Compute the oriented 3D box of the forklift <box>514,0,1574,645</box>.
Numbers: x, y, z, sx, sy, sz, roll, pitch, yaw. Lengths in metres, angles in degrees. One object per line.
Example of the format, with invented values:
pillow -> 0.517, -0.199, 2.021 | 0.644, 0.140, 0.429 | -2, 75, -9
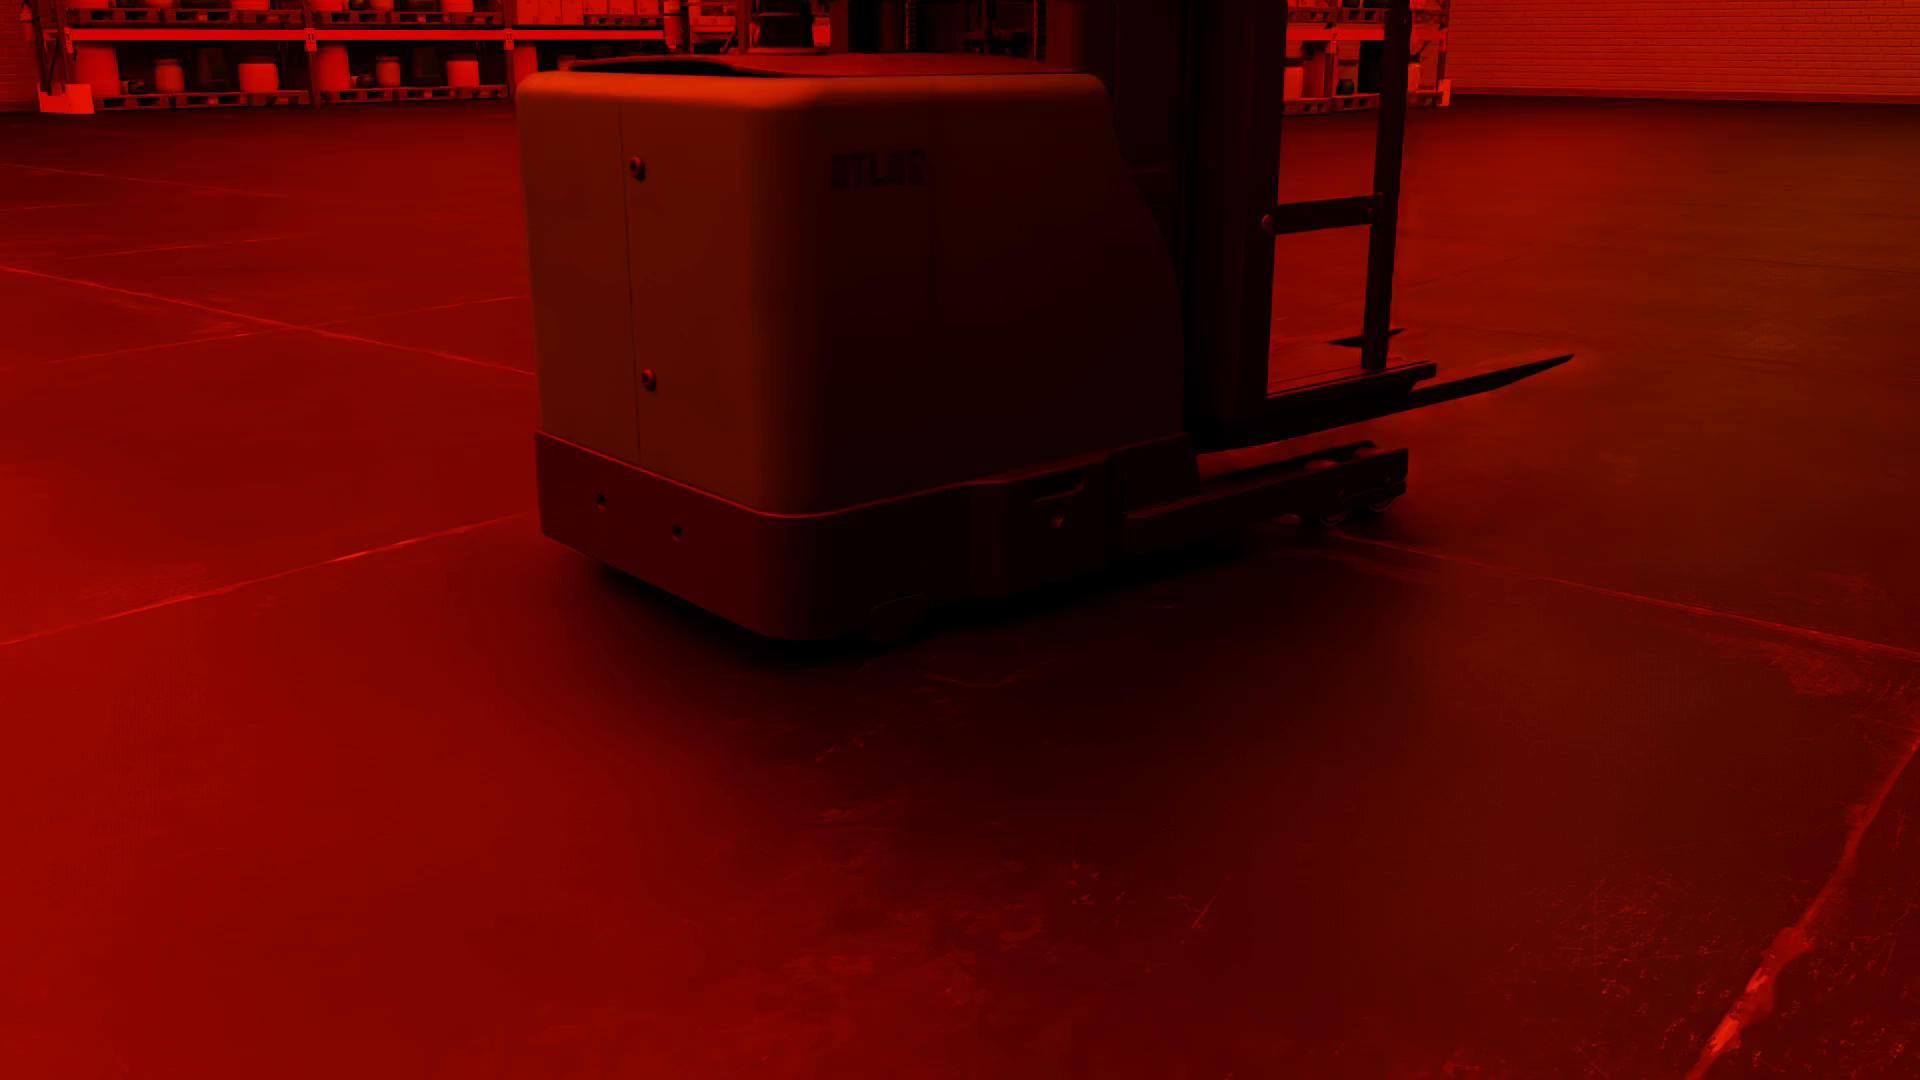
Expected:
forklift -> 0.493, -1.537, 3.959 | 3.031, 2.935, 1.130 | -14, 22, -39
